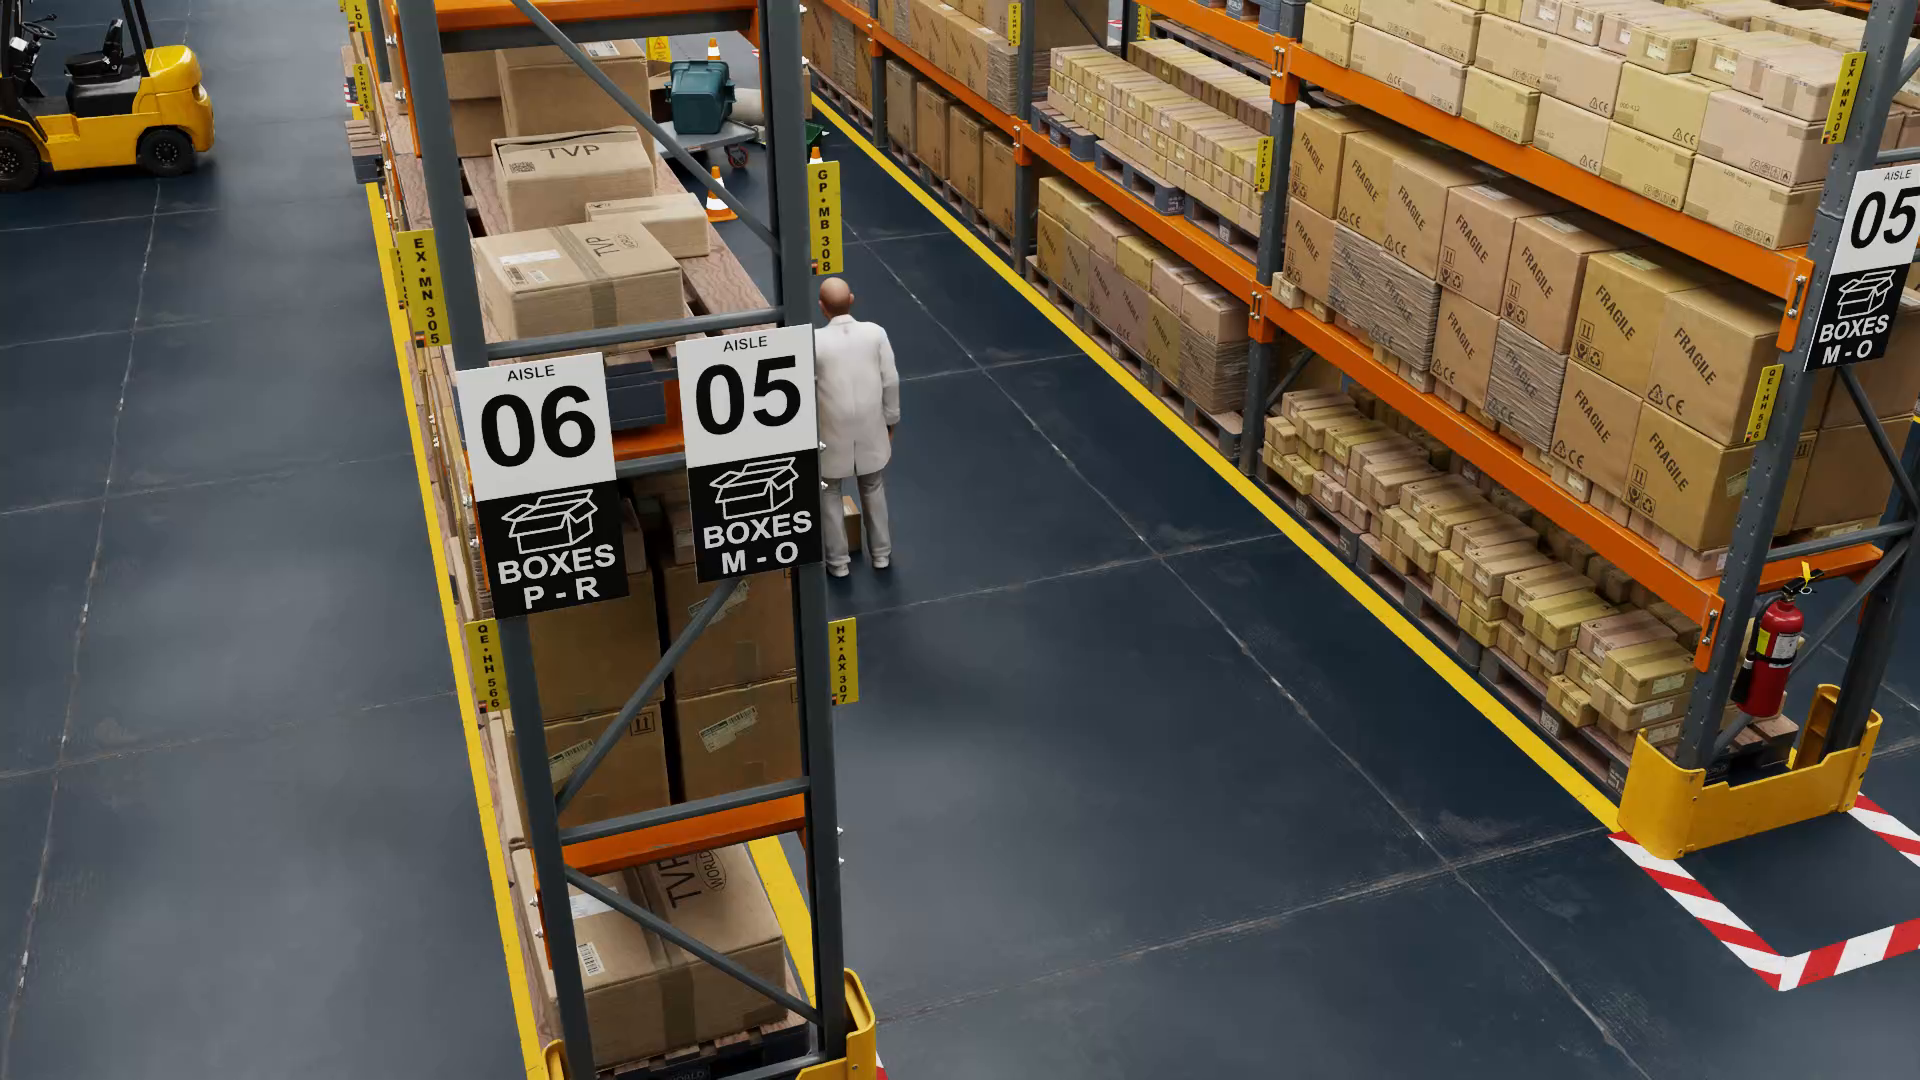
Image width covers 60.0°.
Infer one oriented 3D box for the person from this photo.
[{"bbox_3d":[-0.650,-0.639,9.498,0.641,1.773,0.427,-10,31,-18],"label":"person"}]
